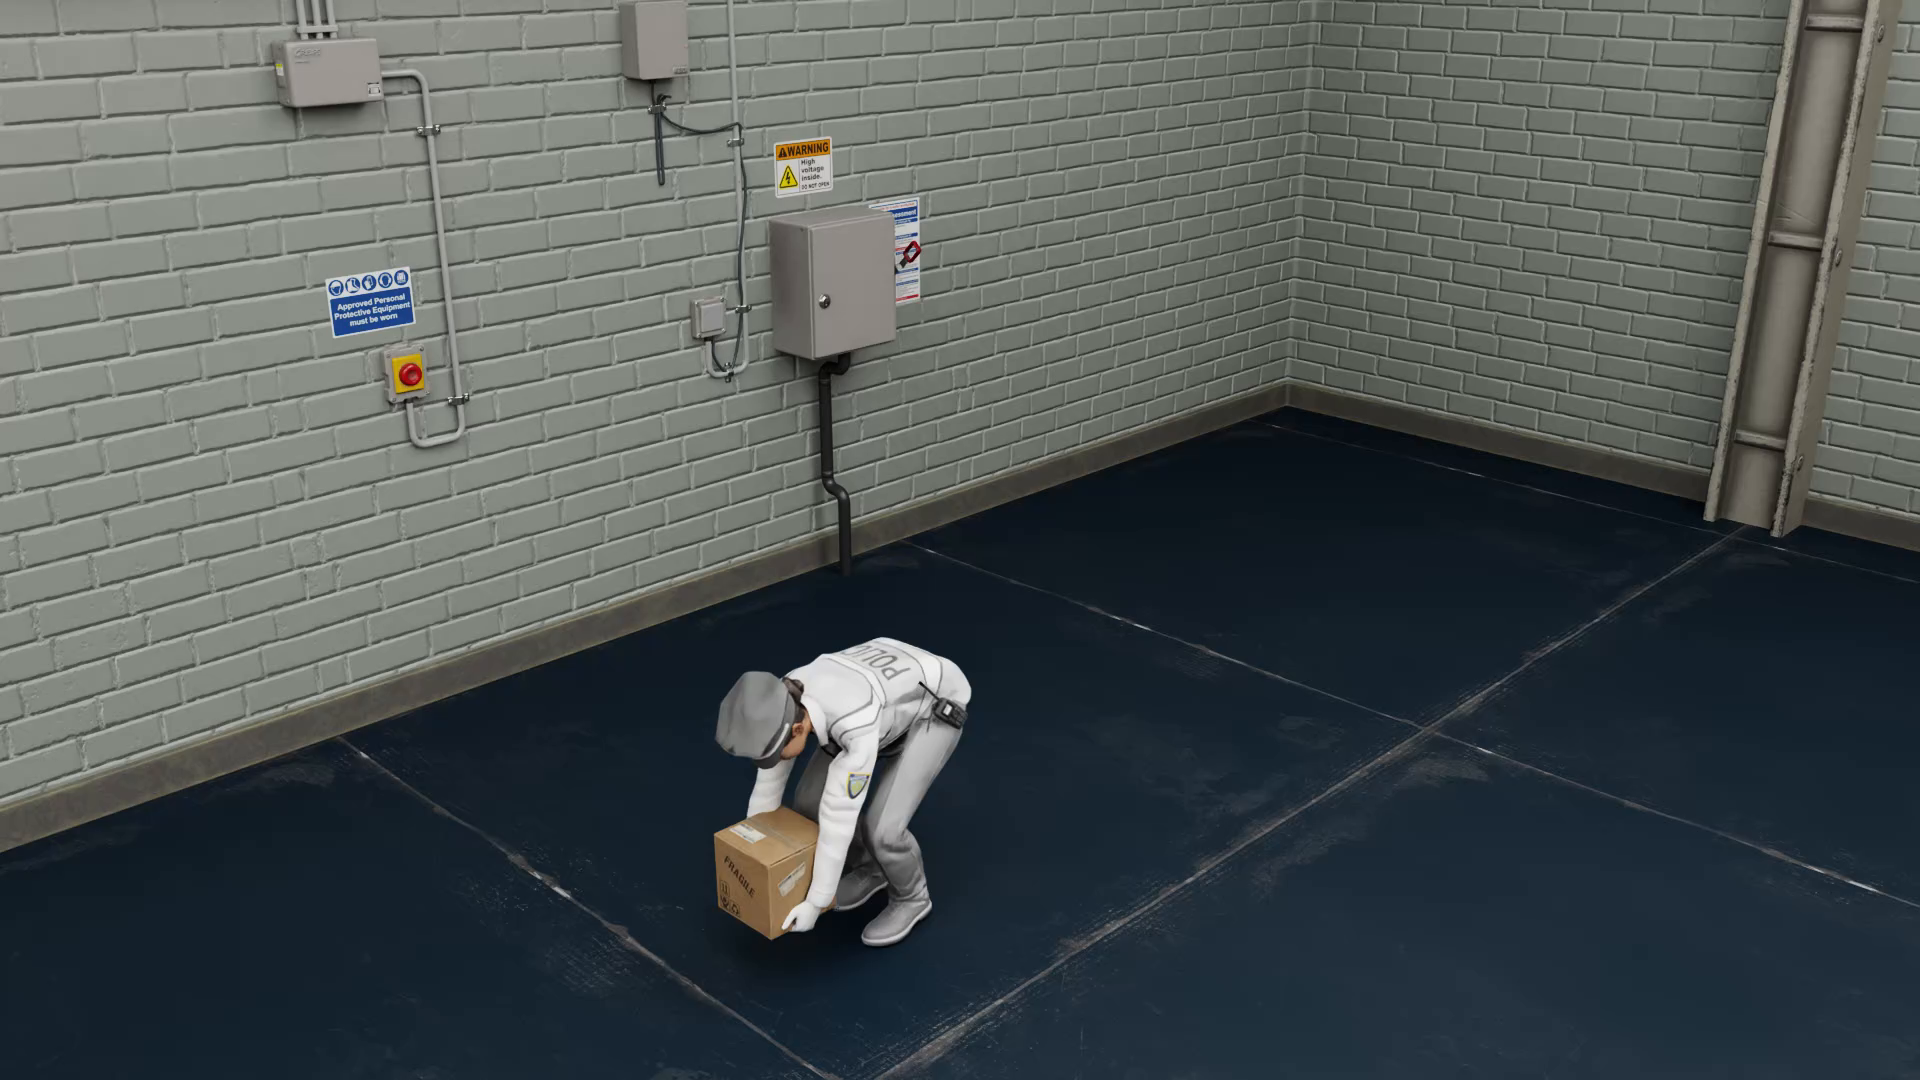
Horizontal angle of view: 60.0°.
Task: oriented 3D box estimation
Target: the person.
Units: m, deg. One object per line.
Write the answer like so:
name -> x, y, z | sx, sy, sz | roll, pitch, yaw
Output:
person -> -0.333, 0.766, 5.049 | 0.454, 0.963, 0.863 | 17, 27, 38
